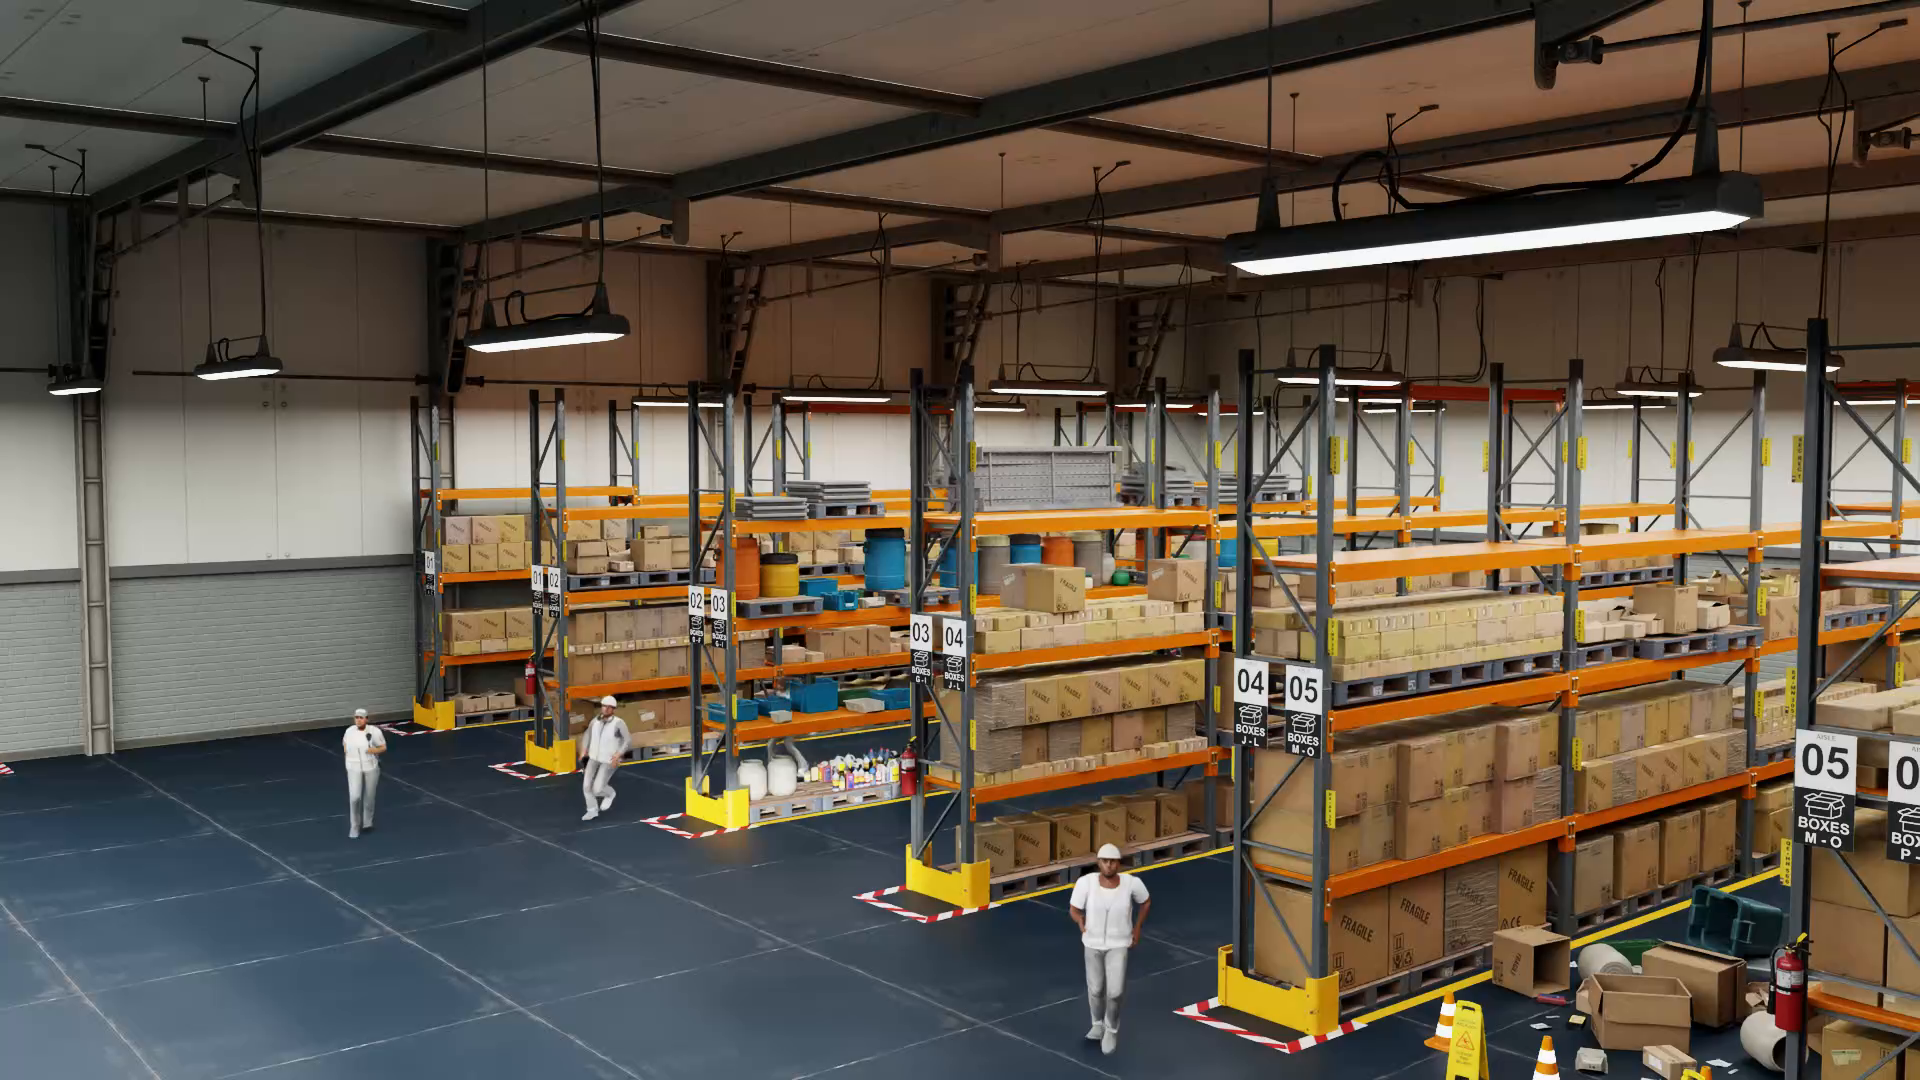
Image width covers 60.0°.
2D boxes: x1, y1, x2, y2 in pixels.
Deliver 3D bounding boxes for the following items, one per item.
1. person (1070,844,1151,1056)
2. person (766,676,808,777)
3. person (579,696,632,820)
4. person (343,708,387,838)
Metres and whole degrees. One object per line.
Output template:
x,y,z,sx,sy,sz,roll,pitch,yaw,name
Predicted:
1.252,3.453,14.108,0.664,1.771,0.703,1,3,14,person
-2.668,2.863,25.196,0.797,1.626,0.519,-3,4,-41,person
-4.853,2.980,22.753,0.702,1.702,0.543,1,4,20,person
-7.835,3.066,21.887,0.572,1.729,0.717,-1,3,-14,person
